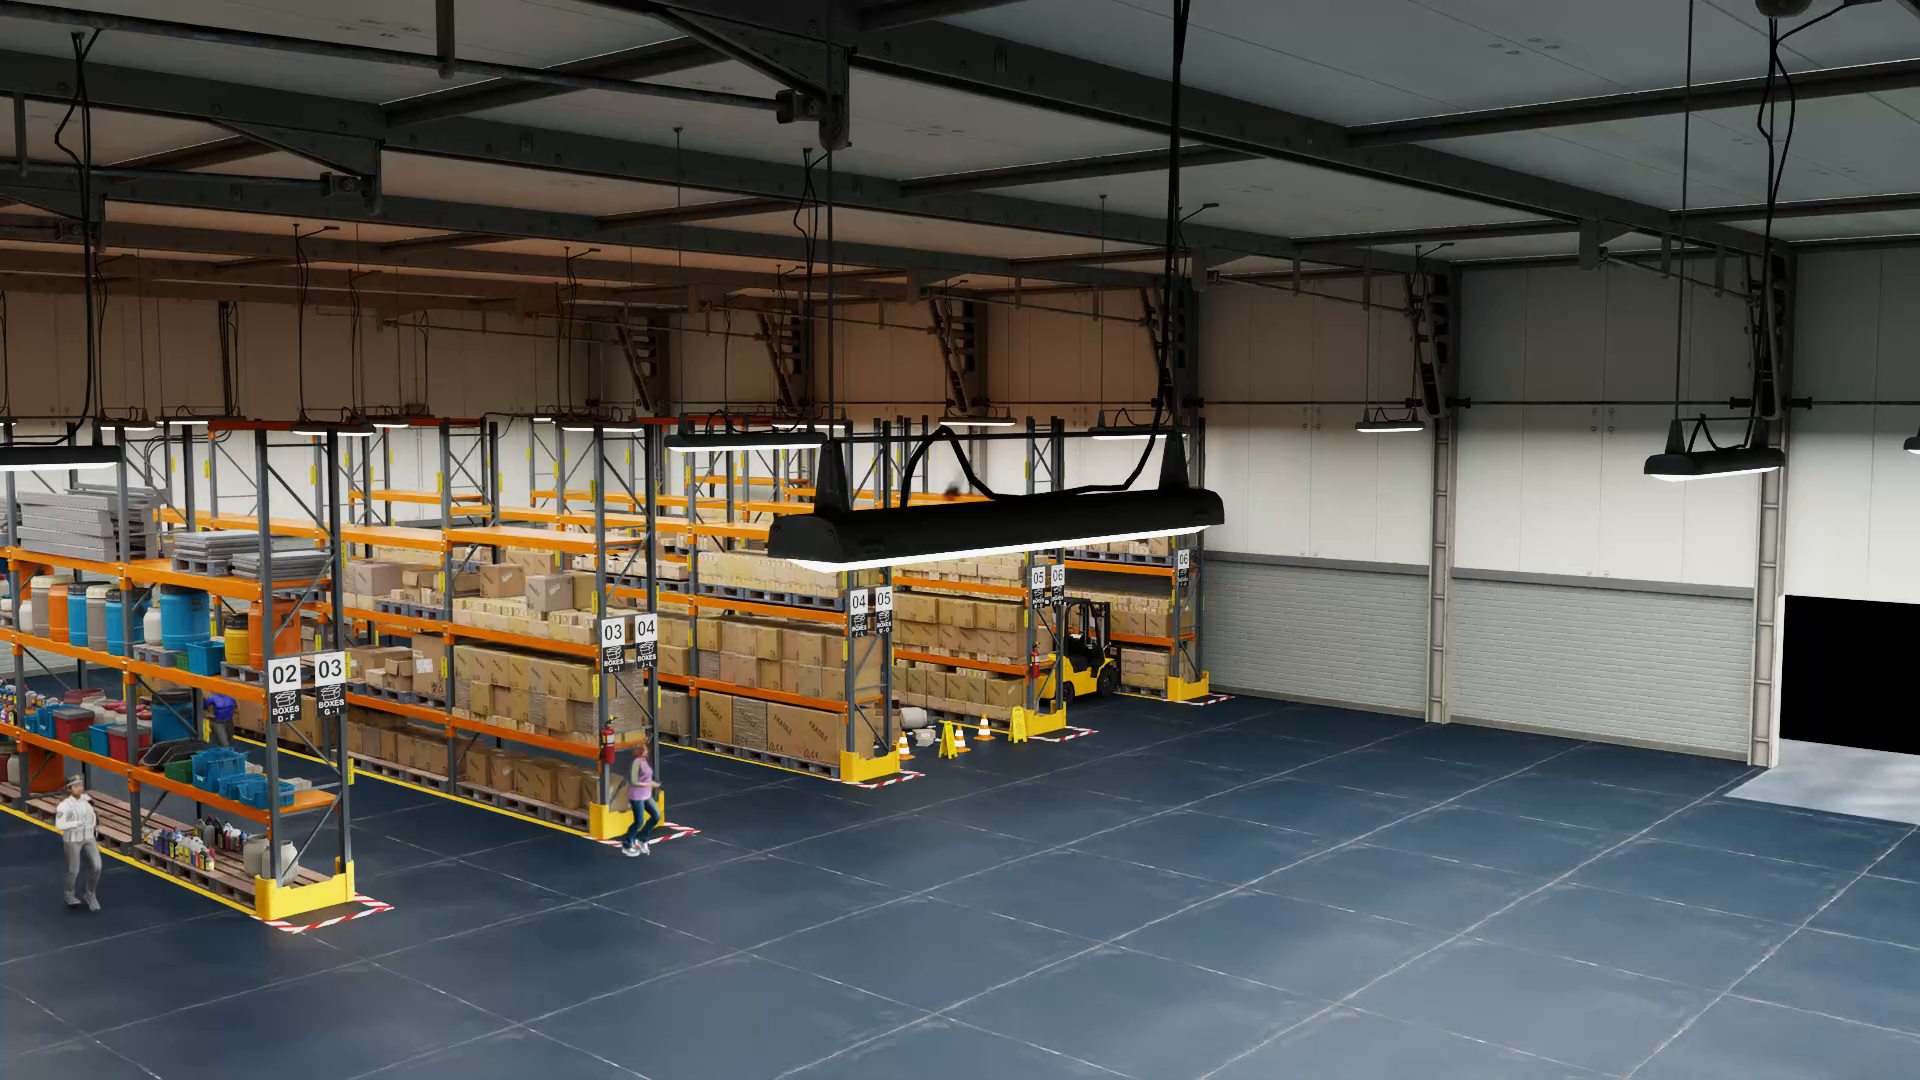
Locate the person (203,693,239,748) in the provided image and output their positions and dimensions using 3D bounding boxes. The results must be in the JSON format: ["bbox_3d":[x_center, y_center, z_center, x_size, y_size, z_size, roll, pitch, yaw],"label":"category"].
[{"bbox_3d":[-12.416,3.159,27.991,0.941,1.644,0.575,3,5,30],"label":"person"}]

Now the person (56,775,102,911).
[{"bbox_3d":[-10.942,3.769,20.698,0.684,1.734,0.592,3,6,35],"label":"person"}]

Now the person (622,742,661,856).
[{"bbox_3d":[-4.424,3.611,23.187,0.584,1.601,0.544,1,5,9],"label":"person"}]
